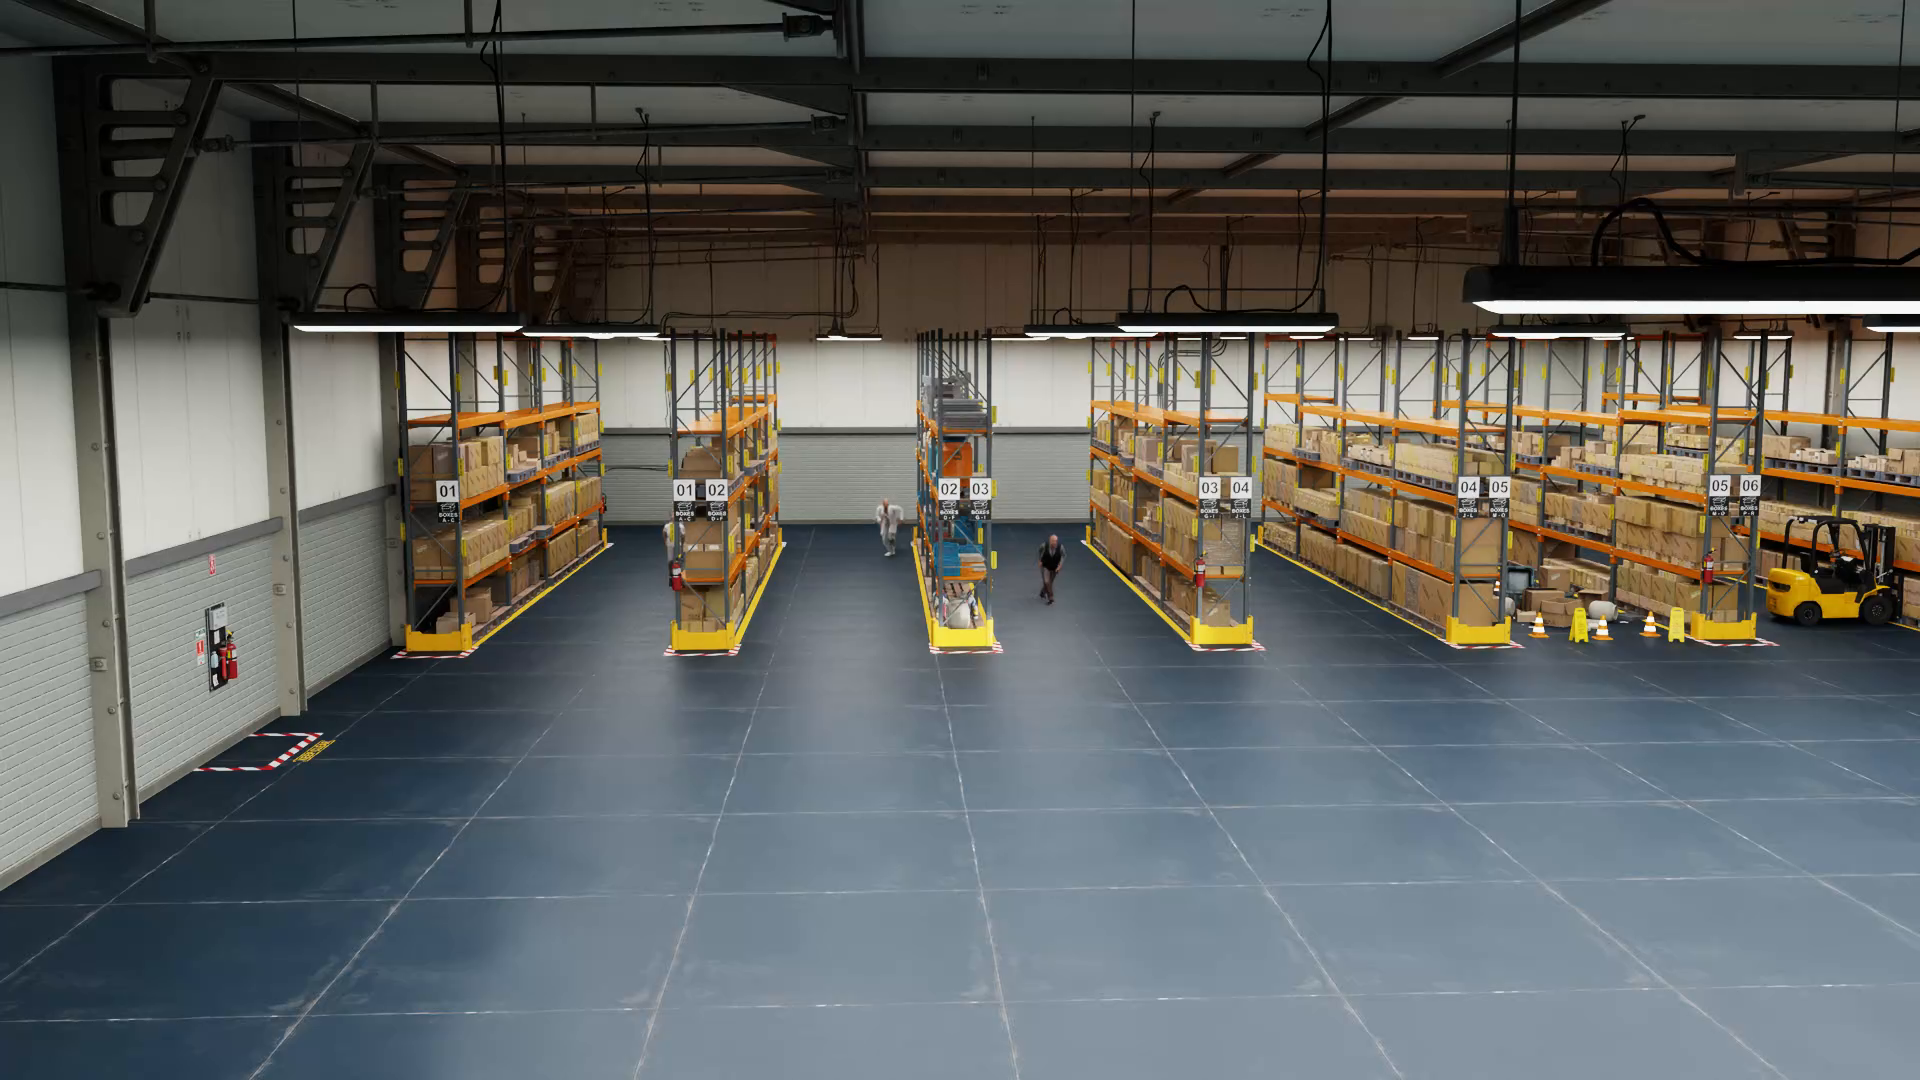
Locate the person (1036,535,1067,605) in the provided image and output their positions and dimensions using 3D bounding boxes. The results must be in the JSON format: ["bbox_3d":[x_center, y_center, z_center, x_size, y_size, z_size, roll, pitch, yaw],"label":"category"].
[{"bbox_3d":[1.997,0.627,36.884,0.652,1.580,1.061,-1,7,-8],"label":"person"}]

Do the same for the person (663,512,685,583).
[{"bbox_3d":[-6.879,0.185,40.065,0.580,1.740,0.714,-1,7,-5],"label":"person"}]

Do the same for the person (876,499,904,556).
[{"bbox_3d":[-1.894,-0.339,44.783,0.733,1.596,0.865,2,7,14],"label":"person"}]
